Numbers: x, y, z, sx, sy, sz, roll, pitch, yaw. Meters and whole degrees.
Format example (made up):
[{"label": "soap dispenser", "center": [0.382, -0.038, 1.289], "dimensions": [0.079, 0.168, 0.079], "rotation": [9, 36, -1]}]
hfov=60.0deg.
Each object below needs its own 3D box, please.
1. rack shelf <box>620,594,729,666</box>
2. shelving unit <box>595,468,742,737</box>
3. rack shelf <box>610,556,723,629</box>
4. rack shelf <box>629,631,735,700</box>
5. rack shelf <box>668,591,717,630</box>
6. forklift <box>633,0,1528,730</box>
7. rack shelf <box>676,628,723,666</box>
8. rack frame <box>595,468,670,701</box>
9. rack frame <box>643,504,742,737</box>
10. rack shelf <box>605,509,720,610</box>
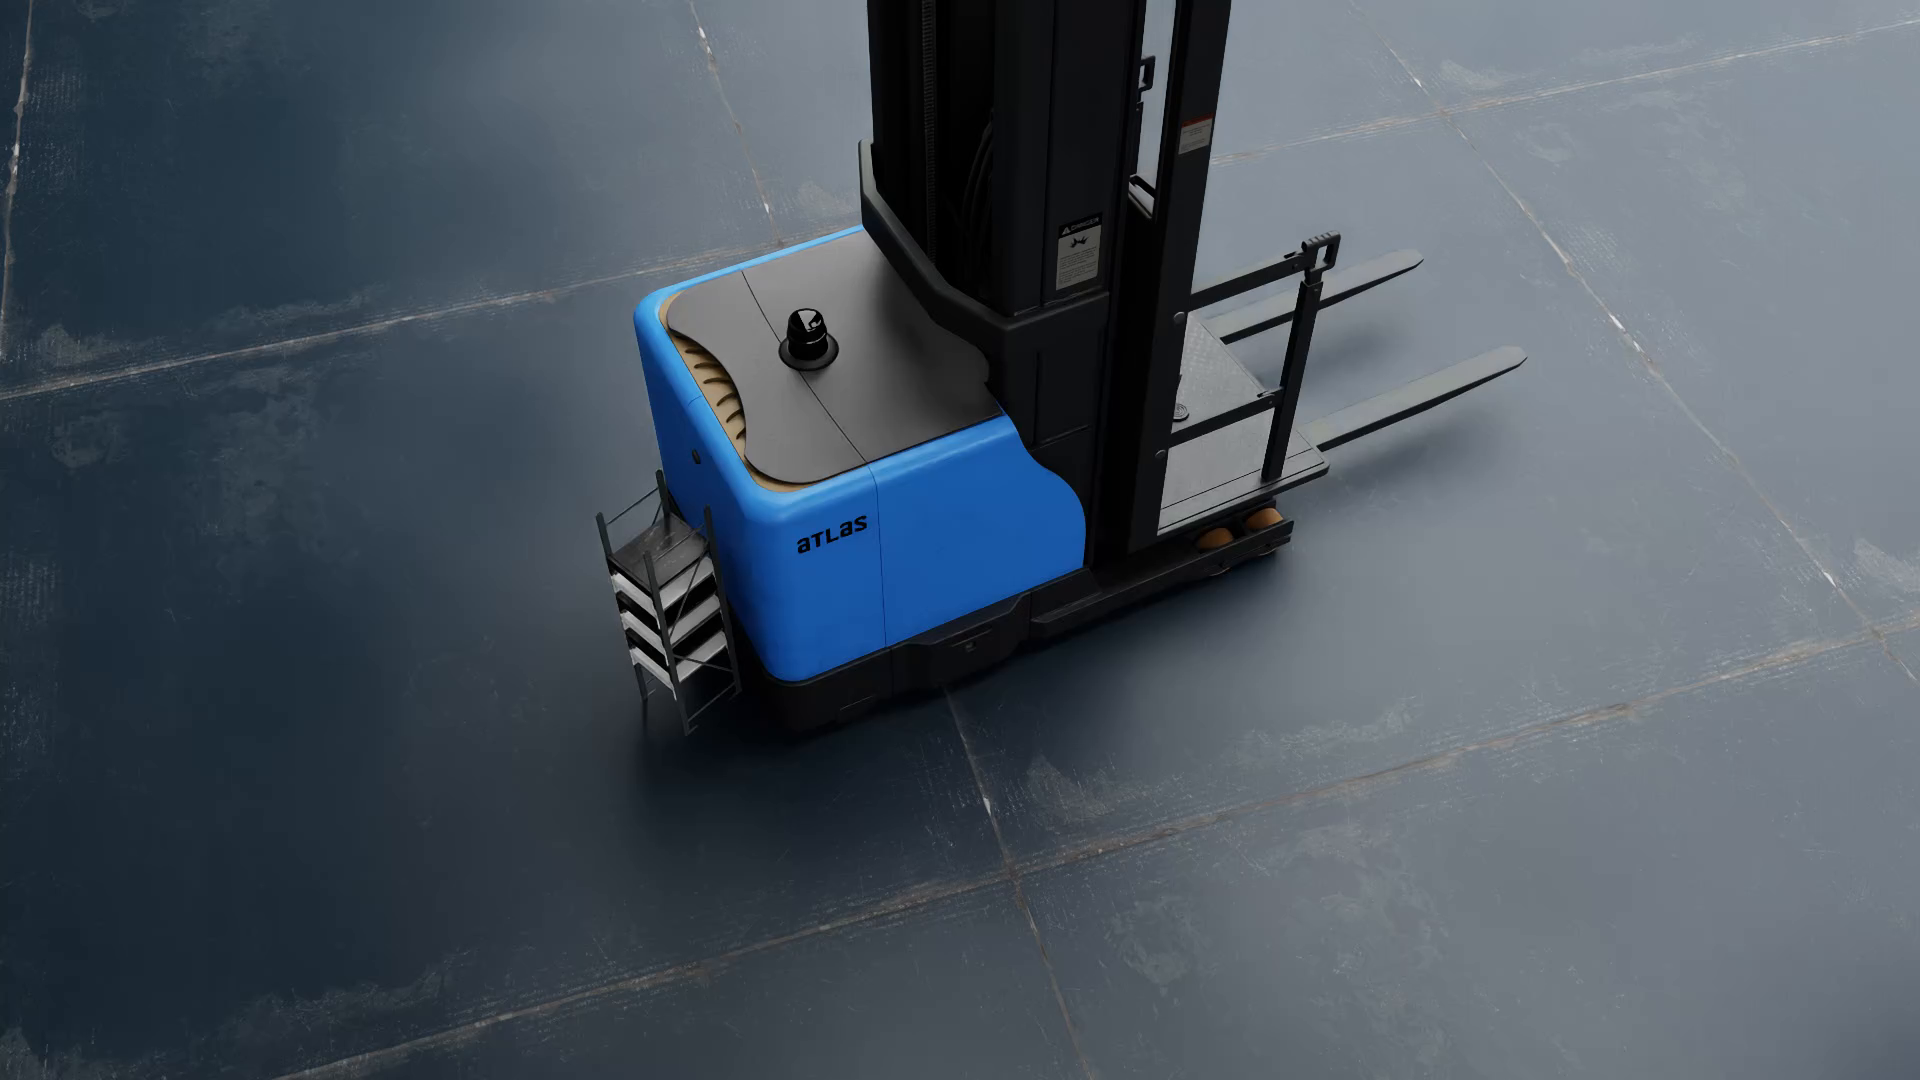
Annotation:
[{"label": "rack shelf", "center": [-0.859, 0.228, 5.012], "dimensions": [0.200, 0.077, 0.258], "rotation": [35, 58, 26]}, {"label": "shelving unit", "center": [-0.859, 0.207, 4.987], "dimensions": [0.210, 0.900, 0.258], "rotation": [35, 58, 26]}, {"label": "rack shelf", "center": [-0.859, 0.112, 4.875], "dimensions": [0.200, 0.077, 0.258], "rotation": [35, 58, 26]}, {"label": "rack shelf", "center": [-0.859, 0.344, 5.150], "dimensions": [0.200, 0.077, 0.258], "rotation": [35, 58, 26]}, {"label": "rack shelf", "center": [-0.859, 0.161, 4.932], "dimensions": [0.184, 0.015, 0.199], "rotation": [35, 58, 26]}, {"label": "forklift", "center": [0.559, -1.164, 4.814], "dimensions": [3.031, 2.935, 1.130], "rotation": [-21, 53, -17]}, {"label": "rack shelf", "center": [-0.859, 0.277, 5.070], "dimensions": [0.184, 0.015, 0.199], "rotation": [35, 58, 26]}, {"label": "rack frame", "center": [-0.934, 0.154, 5.031], "dimensions": [0.006, 0.900, 0.240], "rotation": [35, 58, 26]}, {"label": "rack frame", "center": [-0.784, 0.259, 4.943], "dimensions": [0.006, 0.900, 0.240], "rotation": [35, 58, 26]}, {"label": "rack shelf", "center": [-0.859, 0.054, 4.806], "dimensions": [0.200, 0.077, 0.258], "rotation": [35, 58, 26]}]
